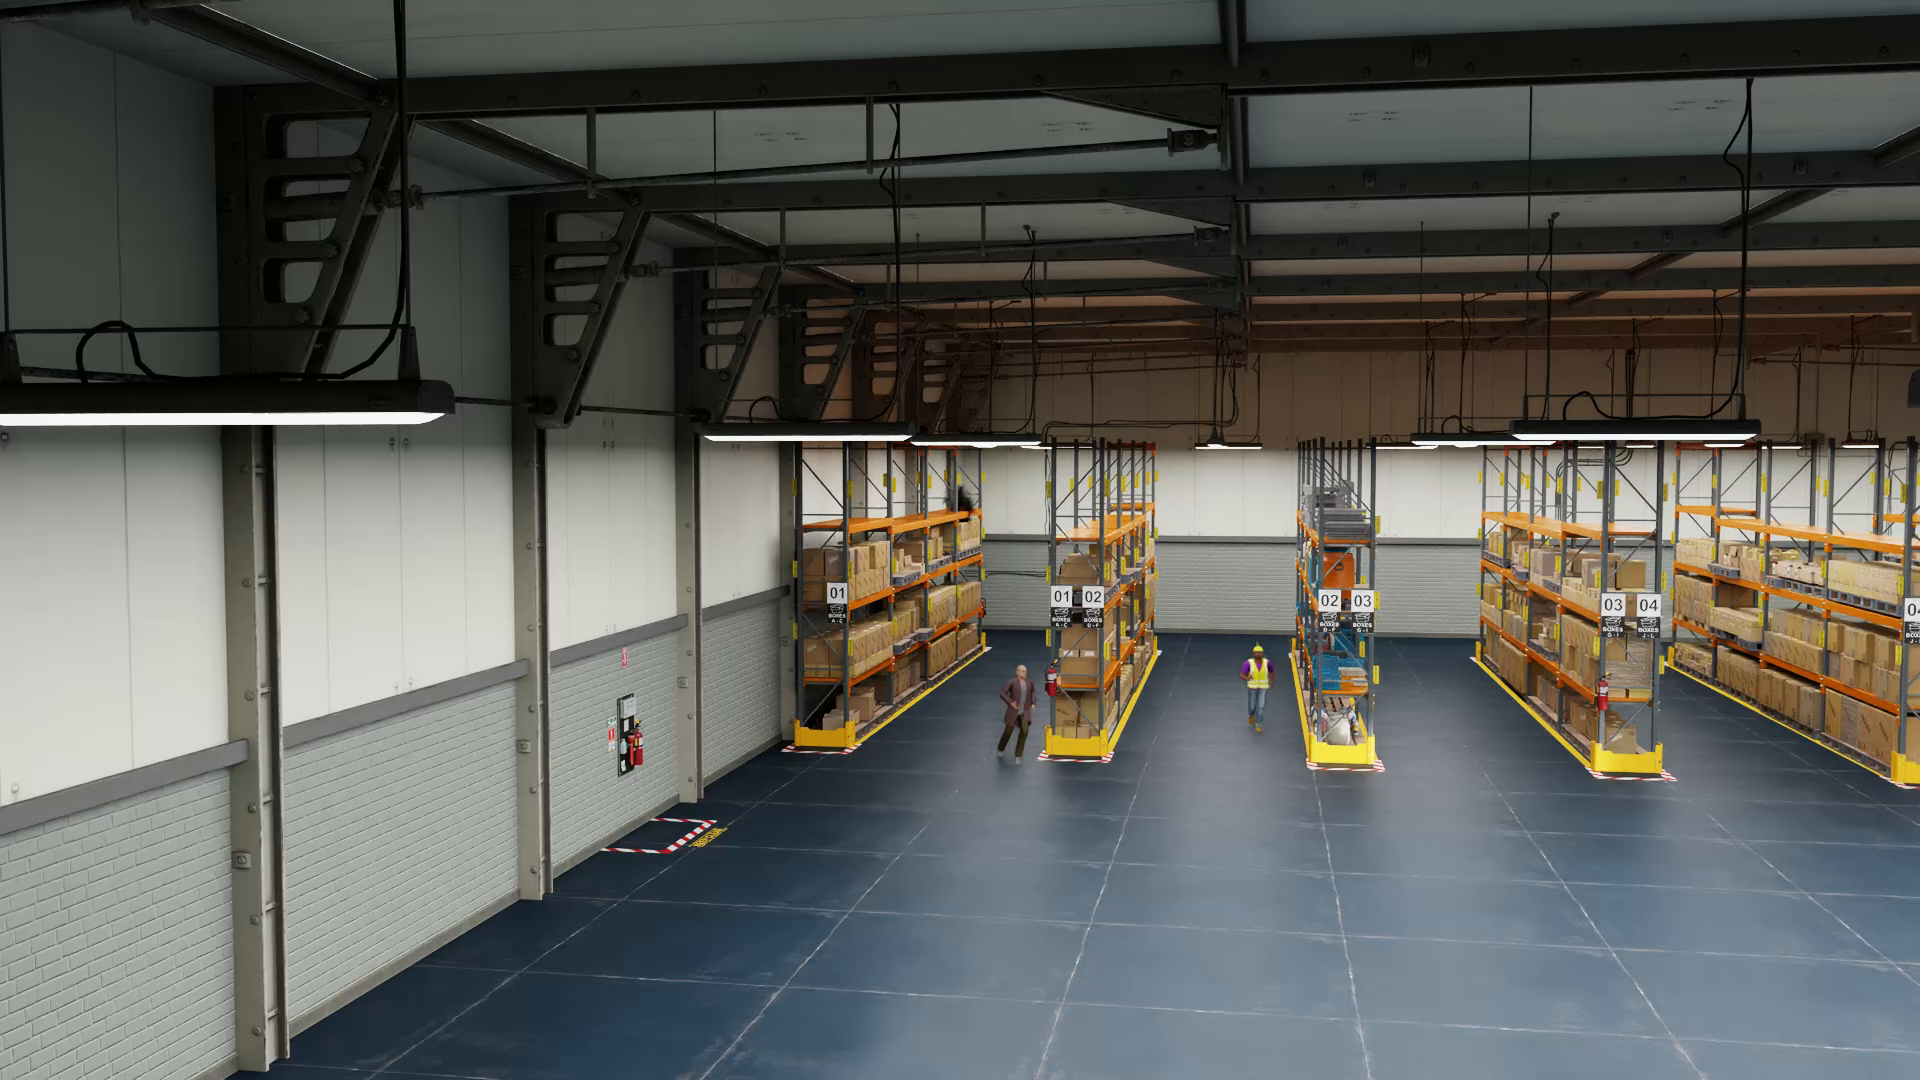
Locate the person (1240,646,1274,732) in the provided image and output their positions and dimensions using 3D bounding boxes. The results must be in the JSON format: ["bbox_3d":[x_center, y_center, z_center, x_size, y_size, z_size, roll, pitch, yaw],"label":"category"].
[{"bbox_3d":[6.111,3.038,34.163,0.709,1.738,0.804,0,3,4],"label":"person"}]

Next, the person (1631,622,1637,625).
[{"bbox_3d":[18.354,2.561,45.451,0.611,1.507,0.554,-2,3,-30],"label":"person"}]

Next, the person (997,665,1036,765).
[{"bbox_3d":[1.093,3.222,30.798,0.767,1.808,0.833,-1,3,-16],"label":"person"}]
